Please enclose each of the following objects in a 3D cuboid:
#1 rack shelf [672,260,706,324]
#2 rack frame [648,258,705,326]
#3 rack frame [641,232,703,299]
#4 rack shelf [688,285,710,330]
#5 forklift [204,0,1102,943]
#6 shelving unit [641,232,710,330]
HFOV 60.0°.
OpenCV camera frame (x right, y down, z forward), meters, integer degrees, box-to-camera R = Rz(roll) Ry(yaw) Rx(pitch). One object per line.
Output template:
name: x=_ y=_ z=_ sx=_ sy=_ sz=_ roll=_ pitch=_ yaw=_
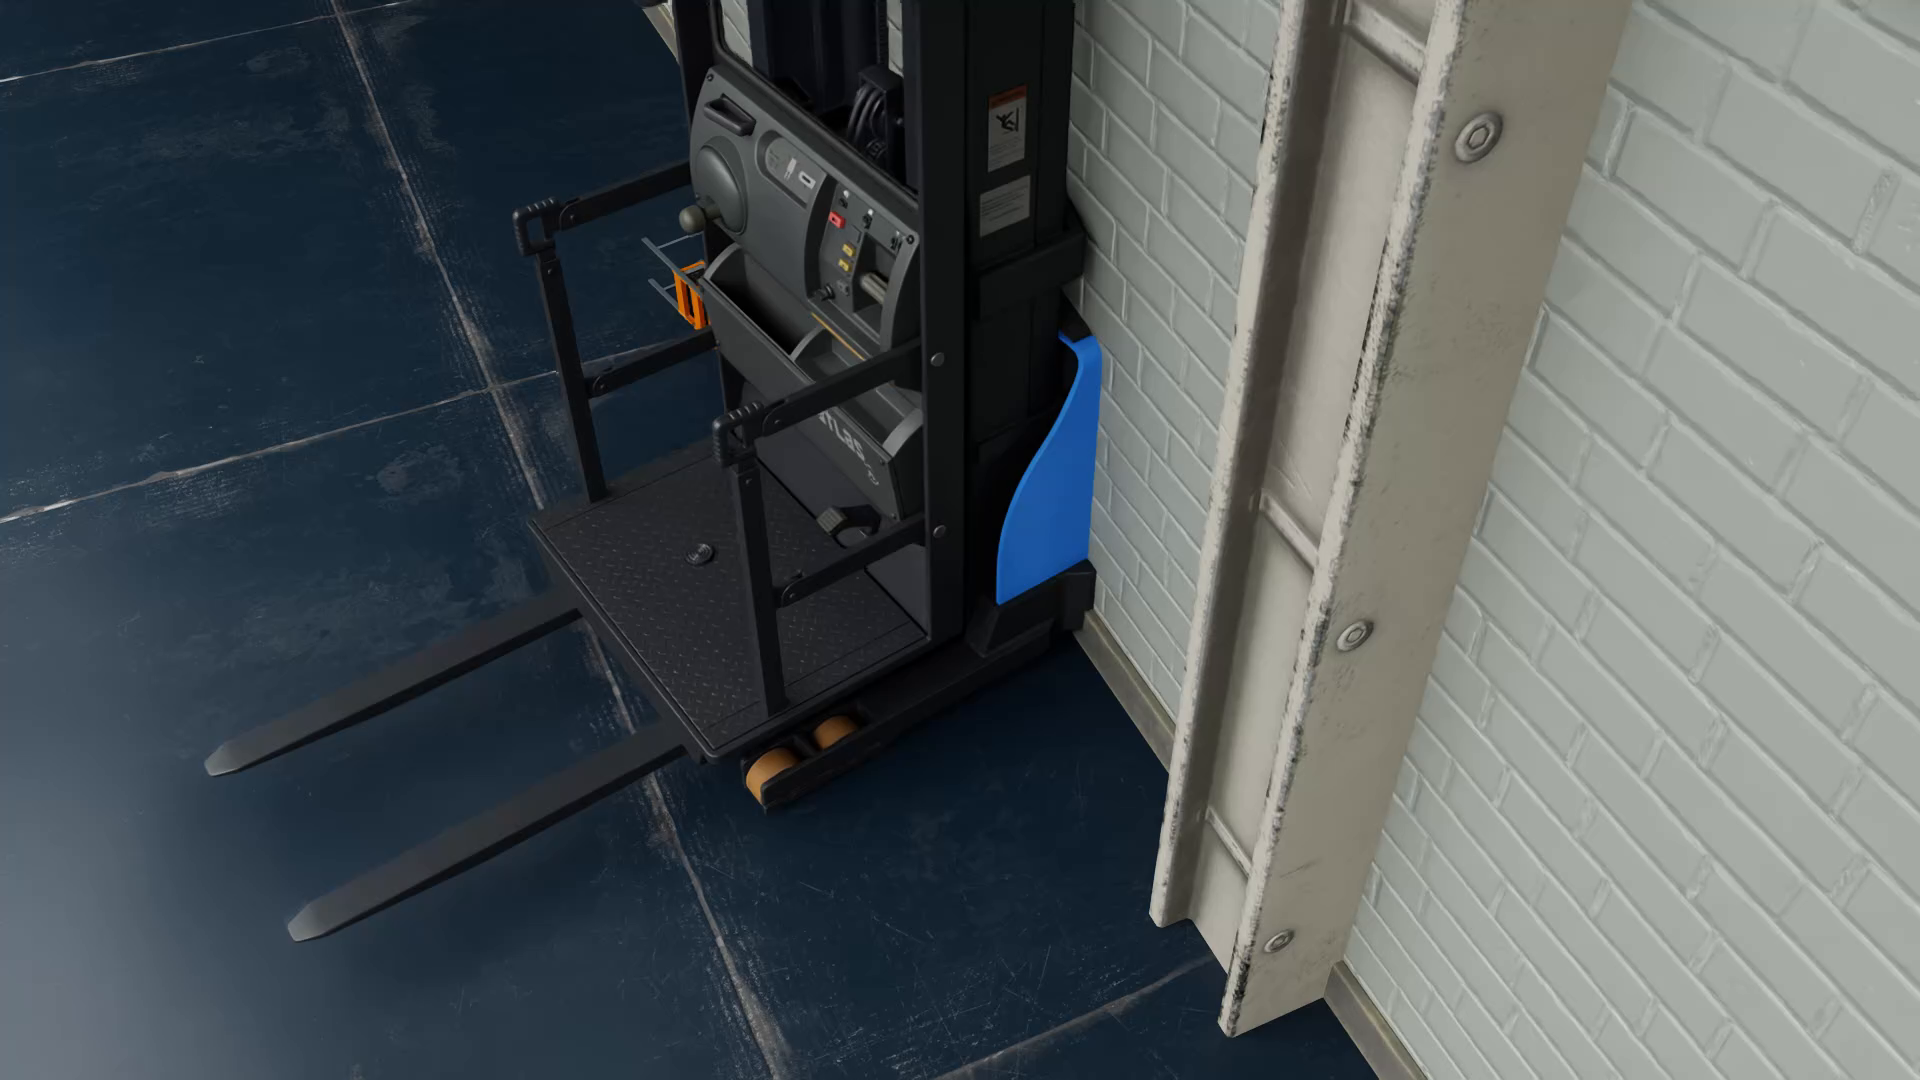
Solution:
rack shelf: x=-0.904 y=-0.925 z=6.050 sx=0.258 sy=0.180 sz=0.103 roll=-27 pitch=51 yaw=-25
rack frame: x=-0.718 y=-0.681 z=5.933 sx=0.240 sy=0.006 sz=1.200 roll=-27 pitch=51 yaw=-25
rack frame: x=-0.718 y=-0.811 z=5.804 sx=0.240 sy=0.006 sz=1.200 roll=-27 pitch=51 yaw=-25
rack shelf: x=-0.833 y=-0.857 z=5.981 sx=0.258 sy=0.180 sz=0.103 roll=-27 pitch=51 yaw=-25
forklift: x=-0.558 y=-0.742 z=3.915 sx=3.031 sy=2.935 sz=1.130 roll=-27 pitch=51 yaw=-25
shelving unit: x=-0.718 y=-0.746 z=5.868 sx=0.258 sy=0.189 sz=1.200 roll=-27 pitch=51 yaw=-25
